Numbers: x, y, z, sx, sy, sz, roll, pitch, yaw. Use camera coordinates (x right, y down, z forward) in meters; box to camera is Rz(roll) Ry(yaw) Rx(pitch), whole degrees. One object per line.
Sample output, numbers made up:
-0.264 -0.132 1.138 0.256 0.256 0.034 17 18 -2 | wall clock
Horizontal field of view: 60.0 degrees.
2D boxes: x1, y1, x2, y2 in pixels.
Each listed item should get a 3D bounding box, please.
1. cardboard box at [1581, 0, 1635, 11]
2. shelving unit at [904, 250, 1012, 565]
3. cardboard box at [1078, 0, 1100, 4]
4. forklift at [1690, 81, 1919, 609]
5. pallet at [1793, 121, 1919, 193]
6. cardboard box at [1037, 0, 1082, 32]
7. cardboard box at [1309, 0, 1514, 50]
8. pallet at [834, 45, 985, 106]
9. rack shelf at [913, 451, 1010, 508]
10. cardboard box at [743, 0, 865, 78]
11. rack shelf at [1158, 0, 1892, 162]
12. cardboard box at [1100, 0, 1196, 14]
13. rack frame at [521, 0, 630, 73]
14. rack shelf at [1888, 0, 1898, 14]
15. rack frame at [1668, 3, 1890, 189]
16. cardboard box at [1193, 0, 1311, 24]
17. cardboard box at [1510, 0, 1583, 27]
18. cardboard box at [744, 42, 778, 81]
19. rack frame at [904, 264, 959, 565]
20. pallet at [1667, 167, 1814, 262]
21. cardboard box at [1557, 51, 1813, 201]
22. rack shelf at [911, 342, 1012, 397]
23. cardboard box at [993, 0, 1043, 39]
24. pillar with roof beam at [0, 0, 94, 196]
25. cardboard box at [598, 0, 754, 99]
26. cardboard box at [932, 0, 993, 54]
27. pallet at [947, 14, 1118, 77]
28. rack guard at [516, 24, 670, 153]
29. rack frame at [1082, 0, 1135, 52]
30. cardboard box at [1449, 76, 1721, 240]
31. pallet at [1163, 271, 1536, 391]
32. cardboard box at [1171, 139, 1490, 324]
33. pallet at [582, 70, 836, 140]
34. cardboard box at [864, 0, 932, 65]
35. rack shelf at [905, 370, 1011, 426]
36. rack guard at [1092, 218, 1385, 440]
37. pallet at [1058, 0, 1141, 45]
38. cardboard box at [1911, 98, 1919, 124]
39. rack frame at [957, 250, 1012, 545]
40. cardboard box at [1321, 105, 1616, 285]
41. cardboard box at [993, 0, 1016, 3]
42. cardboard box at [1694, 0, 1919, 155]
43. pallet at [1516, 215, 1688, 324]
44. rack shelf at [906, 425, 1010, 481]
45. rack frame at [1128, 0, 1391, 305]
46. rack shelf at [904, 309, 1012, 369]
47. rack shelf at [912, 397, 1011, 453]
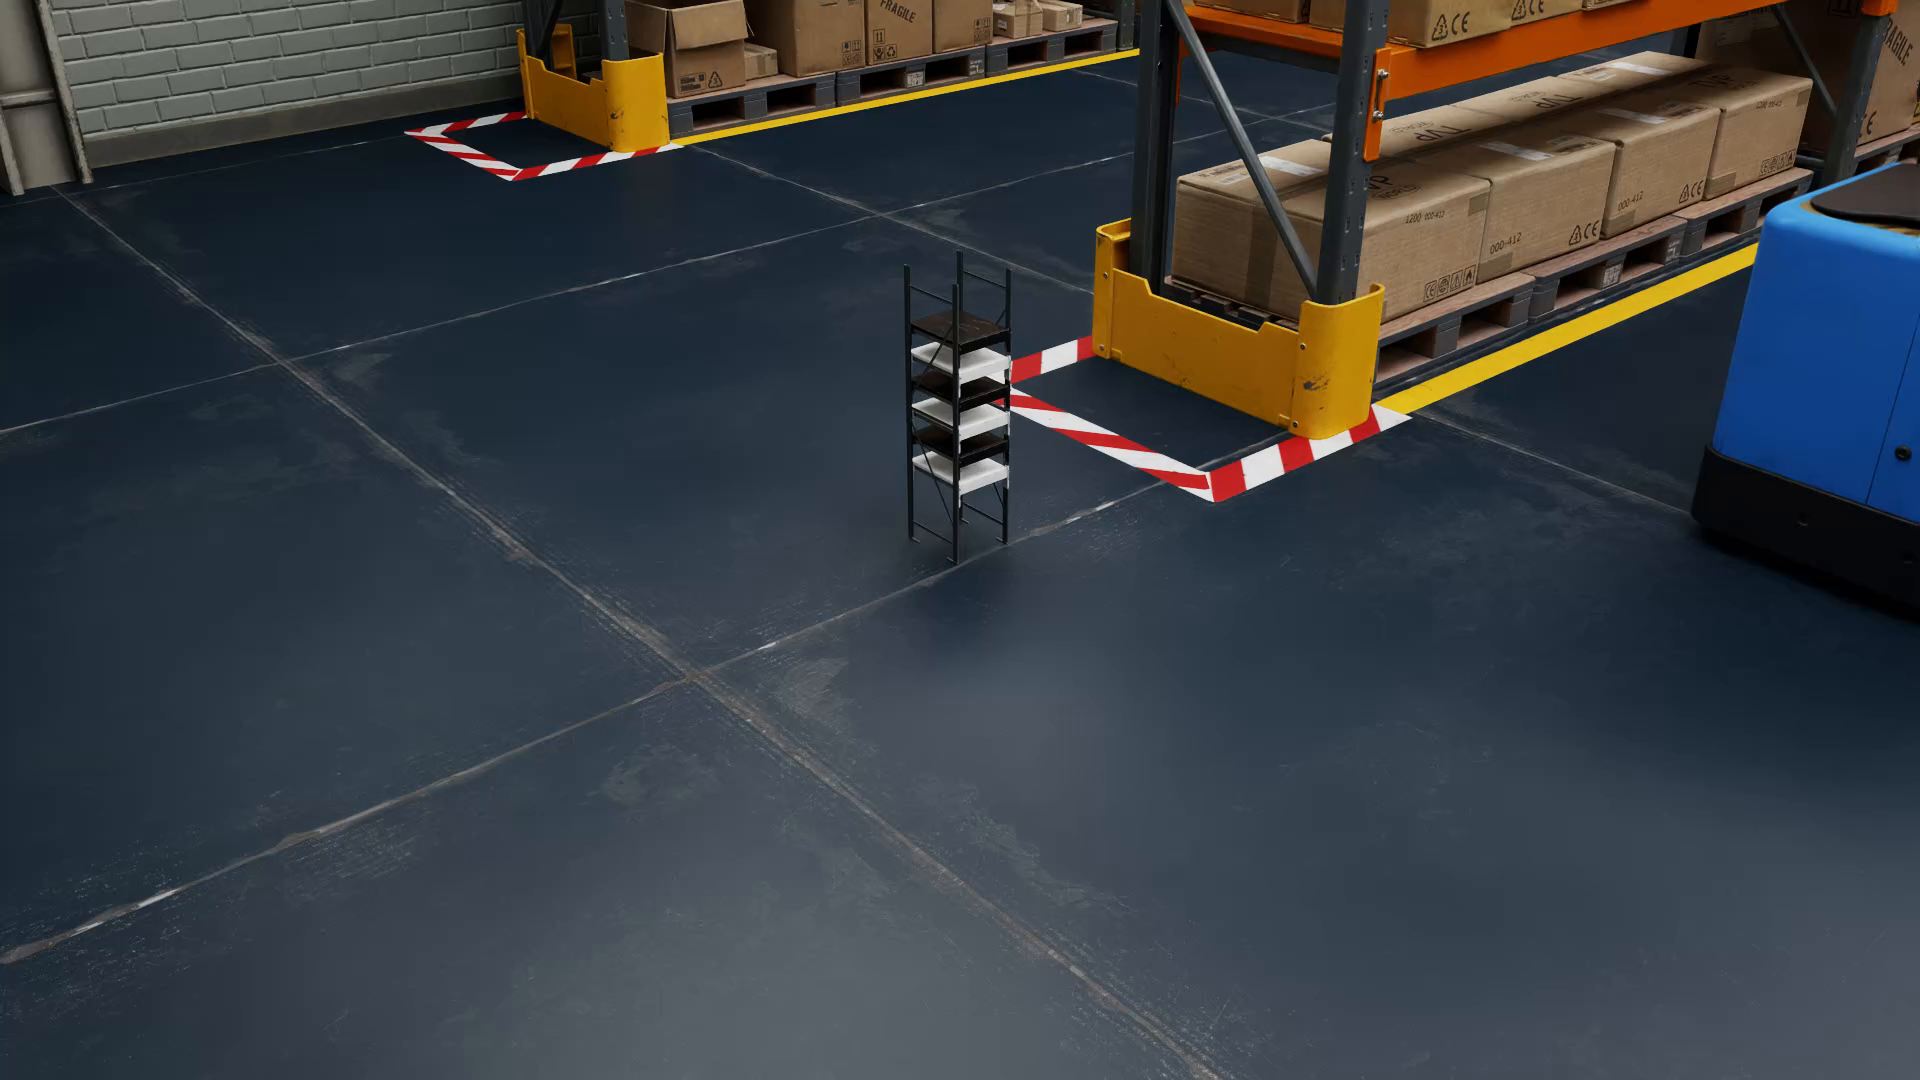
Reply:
2.347 -2.337 6.334 0.500 0.500 0.500 -22 35 -35 | cardboard box
-0.006 -0.394 5.033 0.210 0.900 0.258 -22 35 -35 | shelving unit
1.030 -4.276 12.275 0.500 0.500 0.500 -22 35 -35 | cardboard box
3.766 -1.565 5.068 3.031 2.935 1.130 -21 35 -34 | forklift
4.611 -2.192 9.127 1.213 0.211 1.003 -22 35 -35 | pallet
0.615 -3.589 11.363 0.250 0.149 0.380 -23 36 -36 | cardboard box
1.581 -2.023 5.746 0.500 0.500 0.500 -22 35 -35 | cardboard box
-0.603 -3.122 10.869 1.213 0.211 1.003 -22 35 -35 | pallet
-0.006 -0.206 5.134 0.200 0.077 0.258 -22 35 -35 | rack shelf
-0.992 -3.197 10.256 0.500 0.500 0.700 -20 34 -33 | cardboard box
2.551 -2.229 7.002 4.000 0.370 1.077 -22 35 -35 | rack shelf
1.363 -4.087 11.922 0.500 0.500 0.500 -20 34 -33 | cardboard box
-2.194 -3.713 9.016 0.127 3.000 1.000 -22 35 -35 | rack frame
5.594 -3.453 9.292 4.000 0.370 1.077 -22 35 -35 | rack shelf
4.073 -3.158 7.978 0.127 3.000 1.000 -22 35 -35 | rack frame
1.225 -2.221 6.118 0.500 0.500 0.500 -22 35 -35 | cardboard box
1.948 -2.187 6.055 0.500 0.500 0.500 -22 35 -36 | cardboard box
-1.319 -2.910 10.093 0.250 0.149 0.380 -24 36 -37 | cardboard box
-0.084 -0.363 4.975 0.006 0.900 0.240 -22 35 -35 | rack frame
3.444 -1.724 8.252 1.213 0.211 1.003 -22 35 -35 | pallet
3.526 -2.060 8.195 0.875 0.438 0.875 -22 35 -36 | cardboard box
-0.006 -0.524 4.964 0.200 0.077 0.258 -22 35 -35 | rack shelf
0.344 -3.531 11.131 0.258 0.266 0.396 -20 34 -33 | cardboard box
-2.037 -4.314 3.775 0.400 9.000 9.100 -22 35 -35 | pillar with roof beam
-1.668 -2.951 9.792 0.637 0.503 0.797 -24 36 -37 | cardboard box
-0.202 -3.514 10.850 0.500 0.500 0.700 -23 36 -37 | cardboard box
0.325 -3.497 11.571 1.213 0.211 1.003 -22 35 -35 | pallet
-2.137 -2.634 9.649 0.348 0.500 1.175 -22 35 -35 | rack guard
0.848 -4.937 11.306 0.127 3.000 1.000 -22 35 -35 | rack frame
2.845 -1.786 7.682 0.875 0.438 0.875 -23 36 -36 | cardboard box
1.587 -0.977 6.855 1.213 0.211 1.003 -22 35 -35 | pallet
1.467 -1.228 6.638 0.875 0.438 0.875 -23 36 -37 | cardboard box
-1.531 -2.751 10.174 1.213 0.211 1.003 -22 35 -35 | pallet
-0.525 -3.323 10.491 0.500 0.500 0.500 -21 35 -34 | cardboard box
-0.006 -0.444 5.007 0.200 0.077 0.258 -22 35 -35 | rack shelf
1.012 -0.825 6.263 0.348 0.500 1.175 -22 35 -35 | rack guard
1.443 -3.969 12.454 1.213 0.211 1.003 -22 35 -35 | pallet
5.175 -2.904 9.310 0.875 0.875 0.875 -21 34 -34 | cardboard box
0.071 -0.426 5.091 0.006 0.900 0.240 -22 35 -35 | rack frame
2.158 -1.511 7.167 0.875 0.438 0.875 -21 34 -34 | cardboard box
0.192 -3.819 11.621 0.500 0.311 0.500 -20 34 -33 | cardboard box
4.493 -2.625 8.788 0.875 0.875 0.875 -21 34 -33 | cardboard box
2.515 -1.349 7.550 1.213 0.211 1.003 -22 35 -35 | pallet
-0.006 -0.286 5.091 0.200 0.077 0.258 -22 35 -35 | rack shelf
1.030 -1.935 5.688 0.127 3.000 1.000 -22 35 -35 | rack frame
-0.006 -0.603 4.922 0.200 0.077 0.258 -22 35 -35 | rack shelf
-0.006 -0.365 5.049 0.200 0.077 0.258 -22 35 -35 | rack shelf
